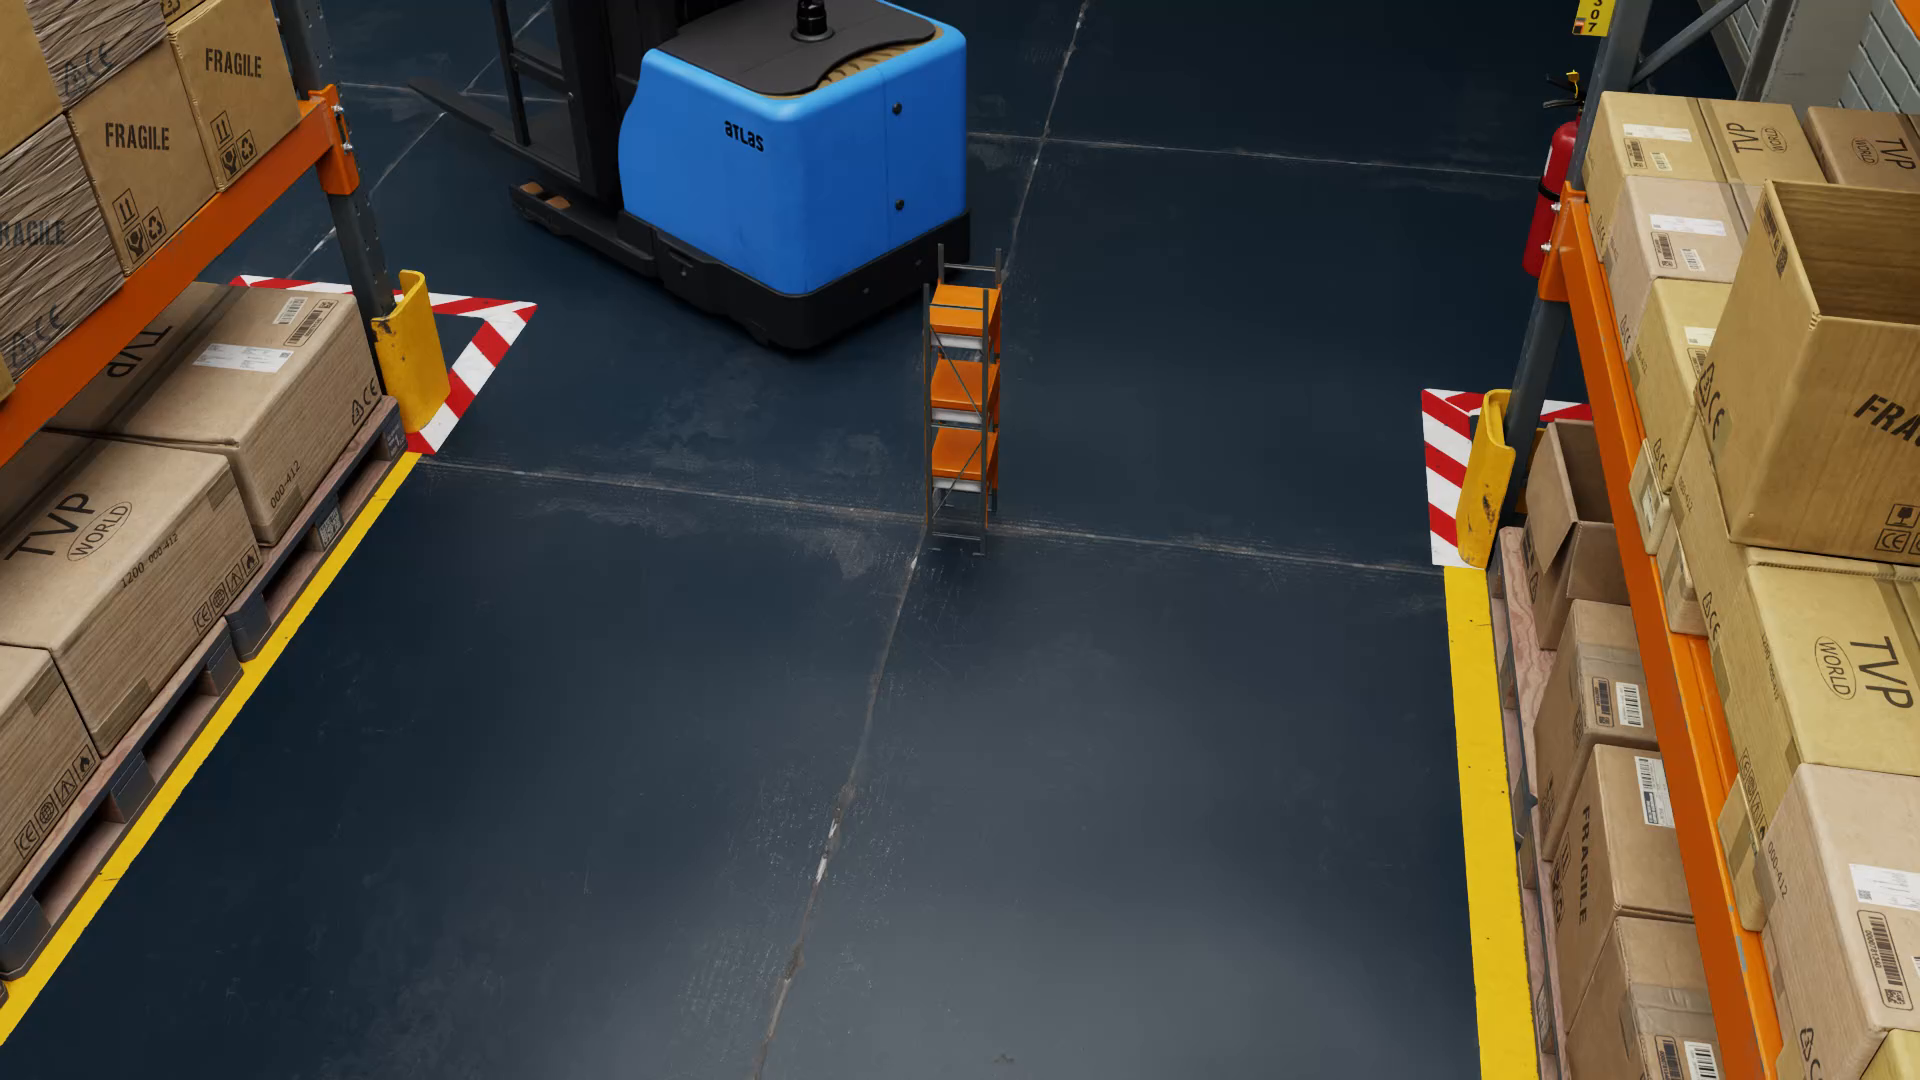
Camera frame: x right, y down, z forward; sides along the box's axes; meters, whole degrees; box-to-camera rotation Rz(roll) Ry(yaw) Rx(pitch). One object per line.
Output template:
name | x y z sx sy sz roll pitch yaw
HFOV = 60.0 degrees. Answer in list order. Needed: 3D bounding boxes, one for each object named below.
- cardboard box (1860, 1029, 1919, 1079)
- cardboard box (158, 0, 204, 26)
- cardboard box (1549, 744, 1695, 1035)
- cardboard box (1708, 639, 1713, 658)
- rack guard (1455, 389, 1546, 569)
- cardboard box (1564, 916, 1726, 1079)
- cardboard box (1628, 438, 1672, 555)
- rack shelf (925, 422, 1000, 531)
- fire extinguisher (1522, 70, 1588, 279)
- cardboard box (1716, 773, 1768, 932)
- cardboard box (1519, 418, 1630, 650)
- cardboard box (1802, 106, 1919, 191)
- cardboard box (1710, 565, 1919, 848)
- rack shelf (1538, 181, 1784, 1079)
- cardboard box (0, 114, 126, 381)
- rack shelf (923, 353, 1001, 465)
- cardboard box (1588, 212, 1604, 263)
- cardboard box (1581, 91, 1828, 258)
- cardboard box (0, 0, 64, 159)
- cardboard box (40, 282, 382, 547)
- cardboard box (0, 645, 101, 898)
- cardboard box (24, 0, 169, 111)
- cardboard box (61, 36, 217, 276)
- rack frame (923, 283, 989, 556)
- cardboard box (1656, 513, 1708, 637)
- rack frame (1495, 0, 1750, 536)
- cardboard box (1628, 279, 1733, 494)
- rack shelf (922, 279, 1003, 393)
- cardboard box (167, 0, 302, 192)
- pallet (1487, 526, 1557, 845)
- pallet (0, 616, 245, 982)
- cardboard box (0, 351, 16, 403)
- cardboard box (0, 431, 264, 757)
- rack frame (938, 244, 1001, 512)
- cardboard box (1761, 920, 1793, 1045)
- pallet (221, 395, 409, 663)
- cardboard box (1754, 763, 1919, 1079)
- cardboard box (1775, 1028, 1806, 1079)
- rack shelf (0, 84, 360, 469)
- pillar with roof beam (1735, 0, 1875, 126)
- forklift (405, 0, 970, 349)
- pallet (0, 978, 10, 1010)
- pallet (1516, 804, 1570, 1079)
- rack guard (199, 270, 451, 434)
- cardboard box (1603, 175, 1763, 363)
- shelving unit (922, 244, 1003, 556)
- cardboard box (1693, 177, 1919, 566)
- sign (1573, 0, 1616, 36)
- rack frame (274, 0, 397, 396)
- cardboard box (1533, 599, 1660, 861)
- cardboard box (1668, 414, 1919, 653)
cardboard box | 1.472 0.948 2.133 0.500 0.250 0.500 7 40 9
cardboard box | -2.422 -1.799 4.709 0.500 0.500 0.500 8 40 9
cardboard box | 1.741 0.869 3.977 0.500 0.500 0.500 7 40 8
cardboard box | 1.715 0.254 3.286 0.380 0.149 0.250 6 40 8
rack guard | 2.303 -0.148 5.536 1.175 0.500 0.348 6 40 8
cardboard box | 1.751 1.200 3.577 0.700 0.500 0.500 5 40 6
cardboard box | 1.717 -0.083 3.693 0.380 0.149 0.250 5 40 6
rack shelf | 0.009 -0.216 5.640 0.215 0.259 0.240 6 40 8
fire extinguisher | 1.886 -1.129 5.114 0.296 0.674 0.183 6 40 8
cardboard box | 1.564 0.564 2.911 0.380 0.149 0.250 6 40 7
cardboard box | 2.117 0.015 5.008 0.797 0.503 0.637 5 40 6
cardboard box | 2.498 -0.898 4.366 0.500 0.250 0.500 7 40 9
cardboard box | 1.643 0.321 2.892 0.500 0.250 0.500 6 40 7
rack shelf | 1.970 0.374 3.509 1.077 0.370 4.000 6 40 8
cardboard box | -2.577 -0.773 4.253 0.500 0.500 0.500 7 40 9
rack shelf | 0.009 -0.430 5.463 0.215 0.259 0.240 6 40 8
cardboard box | 1.989 -0.886 4.665 0.380 0.149 0.250 6 40 7
cardboard box | 1.972 -0.961 4.442 0.500 0.250 0.500 7 40 8
cardboard box | -2.573 -1.158 3.933 0.500 0.500 0.500 6 40 7
cardboard box | -2.589 -0.453 5.625 0.875 0.438 0.875 5 40 6
cardboard box | -2.897 0.688 4.245 0.875 0.438 0.875 5 40 6
cardboard box | -2.484 -1.468 4.308 0.500 0.500 0.500 7 40 8
cardboard box | -2.498 -1.097 4.644 0.500 0.500 0.500 6 40 7
rack frame | -0.012 -0.362 5.363 0.200 1.050 0.008 6 40 8
cardboard box | 1.692 0.085 3.491 0.380 0.149 0.250 7 40 9
rack frame | 2.316 -1.159 4.798 1.000 3.000 0.127 6 40 8
cardboard box | 1.801 -0.326 3.674 0.500 0.250 0.500 6 40 7
rack shelf | 0.009 -0.649 5.282 0.215 0.259 0.240 6 40 8
cardboard box | -2.396 -1.410 5.023 0.500 0.500 0.500 7 40 8
pallet | 2.166 0.464 5.023 1.003 0.211 1.213 6 40 8
pallet | -2.848 0.645 4.805 1.003 0.211 1.213 6 40 8
cardboard box | -2.654 -0.448 3.859 0.500 0.500 0.500 8 40 9
cardboard box | -2.739 0.122 4.929 0.875 0.438 0.875 7 40 9
rack frame | 0.030 -0.515 5.549 0.200 1.050 0.008 6 40 8
cardboard box | 1.547 0.727 2.714 0.380 0.149 0.250 7 40 9
pallet | -2.635 -0.119 5.728 1.003 0.211 1.213 6 40 8
cardboard box | 1.544 0.632 2.516 0.500 0.250 0.500 7 40 8
cardboard box | 1.475 0.889 2.518 0.380 0.149 0.250 7 40 9
rack shelf | -2.919 -0.171 4.168 1.077 0.370 4.000 6 40 8
pillar with roof beam | -0.570 -5.538 5.387 9.100 9.000 0.400 6 40 8
forklift | -1.378 -2.700 6.716 3.031 2.935 1.130 31 49 32
pallet | -3.057 1.413 3.876 1.003 0.211 1.213 6 40 8
pallet | 1.952 1.228 4.100 1.003 0.211 1.213 6 40 8
rack guard | -2.569 -0.755 6.271 1.175 0.500 0.348 6 40 8
cardboard box | 1.885 -0.644 4.059 0.500 0.250 0.500 7 40 8
shelving unit | 0.009 -0.438 5.456 0.215 1.050 0.252 6 40 8
cardboard box | 1.713 -0.308 3.064 0.500 0.500 0.500 7 40 9
sign | 1.782 -1.552 4.594 0.100 0.325 0.005 6 40 8
rack frame | -2.573 -1.704 5.457 1.000 3.000 0.127 6 40 8
cardboard box | 1.931 0.548 4.365 0.700 0.500 0.500 8 40 9
cardboard box | 1.733 -0.002 3.283 0.500 0.250 0.500 5 40 7
